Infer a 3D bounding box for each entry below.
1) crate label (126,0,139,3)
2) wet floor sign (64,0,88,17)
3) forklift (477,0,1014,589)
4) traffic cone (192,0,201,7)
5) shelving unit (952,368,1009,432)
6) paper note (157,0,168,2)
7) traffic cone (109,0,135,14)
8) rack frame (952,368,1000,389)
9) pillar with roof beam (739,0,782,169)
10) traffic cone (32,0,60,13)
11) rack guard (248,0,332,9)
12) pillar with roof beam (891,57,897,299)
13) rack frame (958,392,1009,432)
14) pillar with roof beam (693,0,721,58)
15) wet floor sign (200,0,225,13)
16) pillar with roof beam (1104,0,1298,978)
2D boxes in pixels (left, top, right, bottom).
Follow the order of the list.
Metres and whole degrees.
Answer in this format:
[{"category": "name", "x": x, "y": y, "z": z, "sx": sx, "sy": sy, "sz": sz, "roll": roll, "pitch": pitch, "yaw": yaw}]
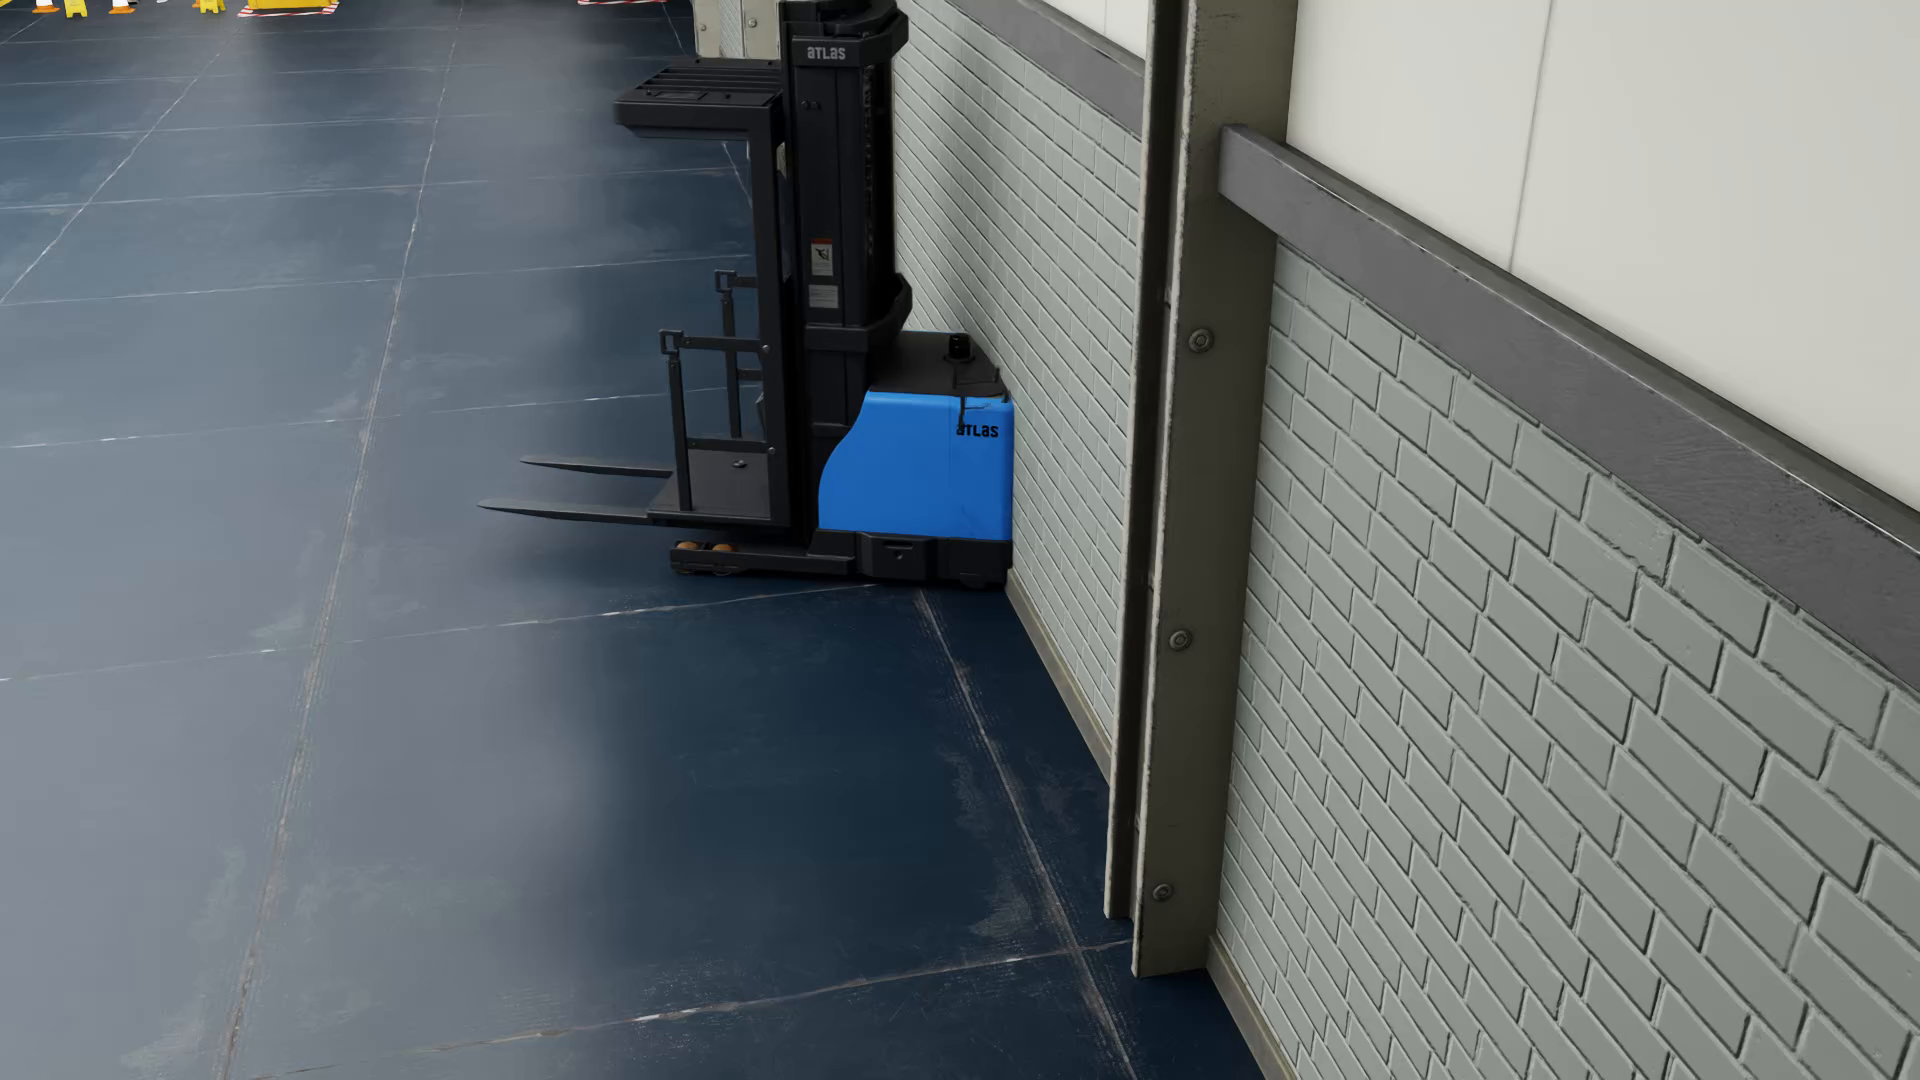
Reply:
[{"category": "crate label", "x": -12.813, "y": -8.330, "z": 25.602, "sx": 0.250, "sy": 0.136, "sz": 0.298, "roll": -23, "pitch": 35, "yaw": -38}, {"category": "wet floor sign", "x": -13.081, "y": -8.064, "z": 24.510, "sx": 0.267, "sy": 0.644, "sz": 0.232, "roll": -11, "pitch": 29, "yaw": -20}, {"category": "forklift", "x": -1.107, "y": -1.347, "z": 8.666, "sx": 3.031, "sy": 2.935, "sz": 1.130, "roll": 4, "pitch": 27, "yaw": 8}, {"category": "traffic cone", "x": -11.571, "y": -8.399, "z": 25.376, "sx": 0.336, "sy": 0.463, "sz": 0.334, "roll": -6, "pitch": 27, "yaw": -12}, {"category": "shelving unit", "x": 0.058, "y": -0.368, "z": 8.660, "sx": 0.258, "sy": 1.200, "sz": 0.189, "roll": -7, "pitch": 48, "yaw": -12}, {"category": "paper note", "x": -12.369, "y": -8.361, "z": 25.780, "sx": 0.148, "sy": 0.019, "sz": 0.142, "roll": -16, "pitch": 31, "yaw": -29}, {"category": "traffic cone", "x": -12.576, "y": -8.137, "z": 24.857, "sx": 0.336, "sy": 0.463, "sz": 0.334, "roll": -6, "pitch": 27, "yaw": -12}, {"category": "rack frame", "x": 0.038, "y": -0.433, "z": 8.720, "sx": 0.240, "sy": 1.200, "sz": 0.006, "roll": -7, "pitch": 48, "yaw": -12}, {"category": "pillar with roof beam", "x": -6.151, "y": -7.349, "z": 13.823, "sx": 9.100, "sy": 9.000, "sz": 0.400, "roll": -6, "pitch": 27, "yaw": -12}, {"category": "traffic cone", "x": -13.753, "y": -8.171, "z": 24.925, "sx": 0.336, "sy": 0.463, "sz": 0.334, "roll": -6, "pitch": 27, "yaw": -12}, {"category": "rack guard", "x": -10.234, "y": -8.391, "z": 25.319, "sx": 1.175, "sy": 0.500, "sz": 0.348, "roll": -6, "pitch": 27, "yaw": -12}, {"category": "pillar with roof beam", "x": -4.798, "y": -4.715, "z": 8.605, "sx": 9.100, "sy": 9.000, "sz": 0.400, "roll": -6, "pitch": 27, "yaw": -12}, {"category": "rack frame", "x": 0.078, "y": -0.302, "z": 8.599, "sx": 0.240, "sy": 1.200, "sz": 0.006, "roll": -7, "pitch": 48, "yaw": -12}, {"category": "pillar with roof beam", "x": -7.503, "y": -9.983, "z": 19.042, "sx": 9.100, "sy": 9.000, "sz": 0.400, "roll": -6, "pitch": 27, "yaw": -12}, {"category": "wet floor sign", "x": -11.217, "y": -8.230, "z": 24.840, "sx": 0.267, "sy": 0.644, "sz": 0.232, "roll": 3, "pitch": 27, "yaw": 6}, {"category": "pillar with roof beam", "x": -3.446, "y": -2.081, "z": 3.386, "sx": 9.100, "sy": 9.000, "sz": 0.400, "roll": -6, "pitch": 27, "yaw": -12}]
